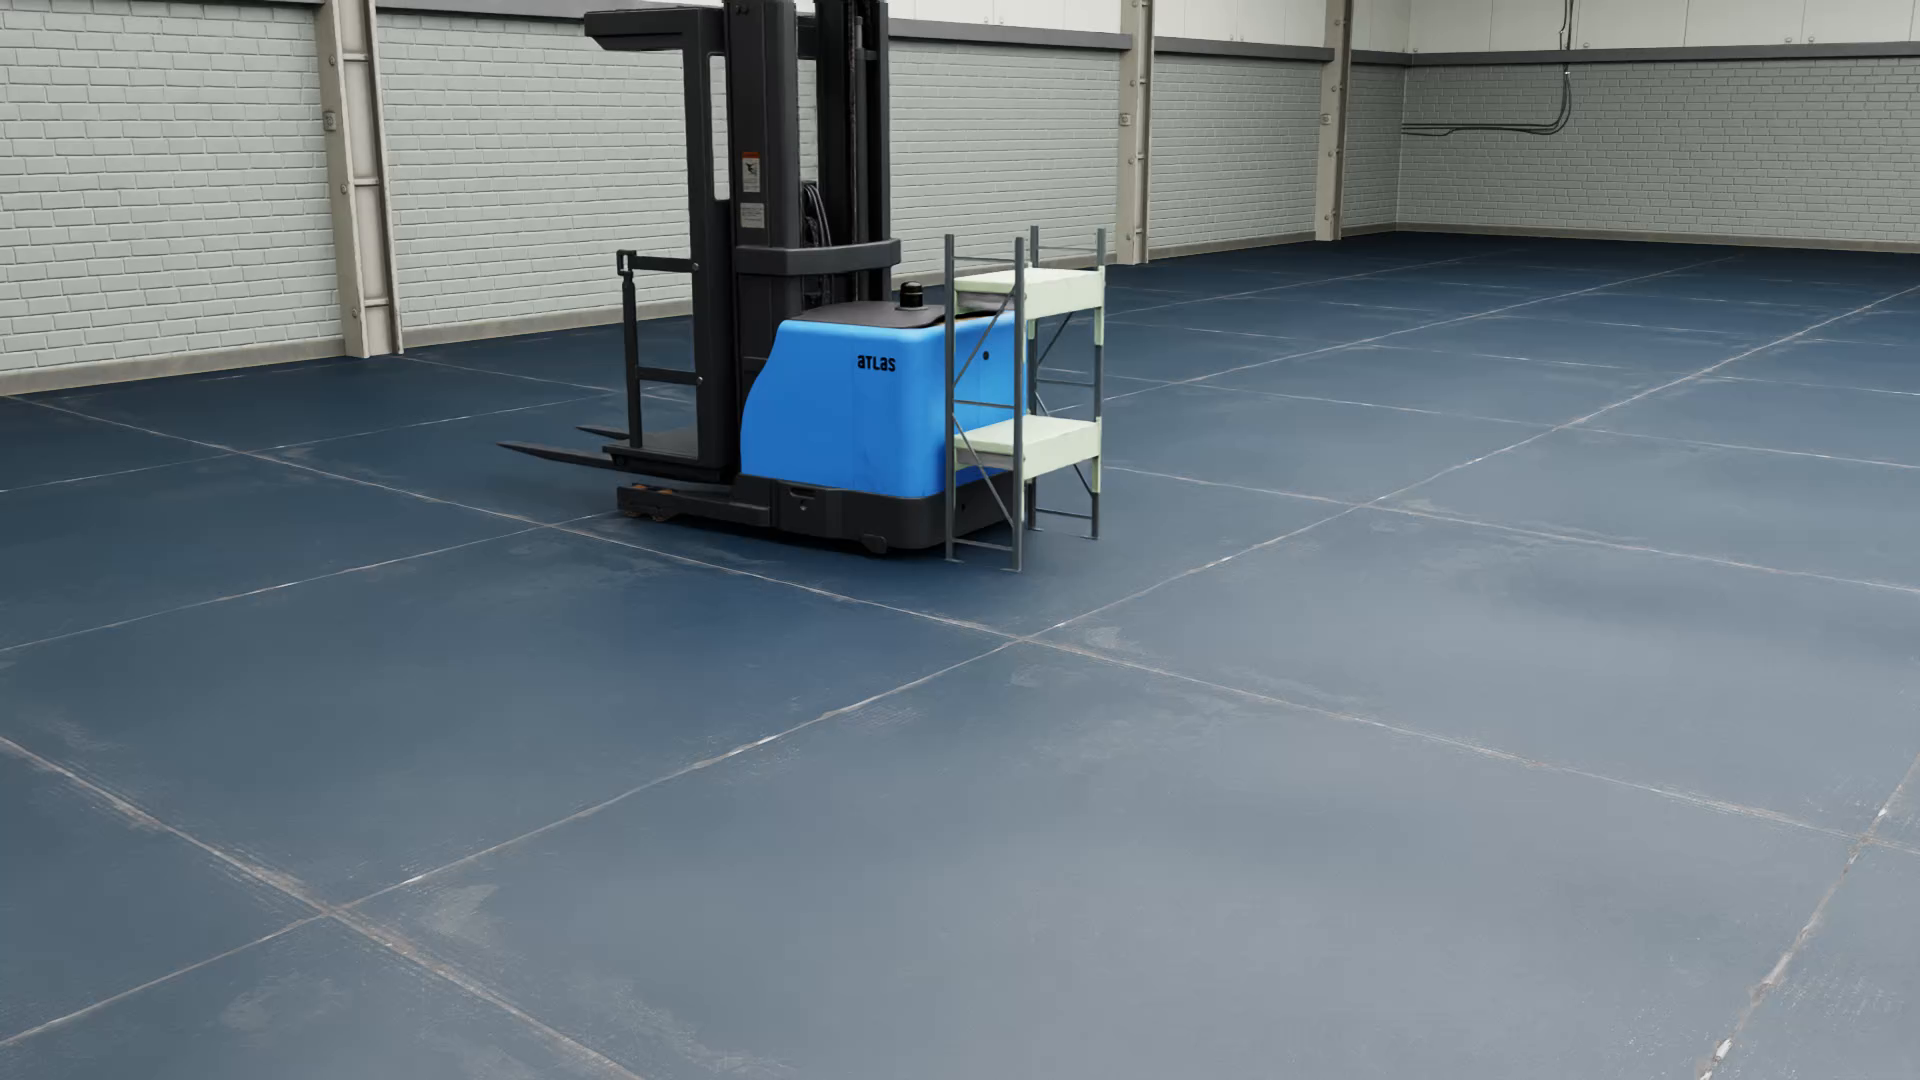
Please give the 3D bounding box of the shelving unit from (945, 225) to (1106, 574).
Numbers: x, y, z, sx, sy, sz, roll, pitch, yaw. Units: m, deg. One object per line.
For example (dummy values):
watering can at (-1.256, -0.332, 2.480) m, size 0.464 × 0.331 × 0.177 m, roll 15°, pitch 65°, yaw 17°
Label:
shelving unit at (0.308, -0.679, 7.750) m, size 0.431 × 1.500 × 0.755 m, roll 9°, pitch 17°, yaw 32°

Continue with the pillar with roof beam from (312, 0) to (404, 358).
pillar with roof beam at (-1.763, -5.318, 10.781) m, size 9.100 × 9.000 × 0.400 m, roll 11°, pitch 18°, yaw 38°

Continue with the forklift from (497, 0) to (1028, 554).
forklift at (-1.165, -1.611, 8.510) m, size 3.031 × 2.935 × 1.130 m, roll 9°, pitch 17°, yaw 32°

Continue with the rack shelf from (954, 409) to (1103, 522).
rack shelf at (0.308, -0.363, 7.830) m, size 0.431 × 0.370 × 0.720 m, roll 9°, pitch 17°, yaw 32°

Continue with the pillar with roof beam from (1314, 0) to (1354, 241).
pillar with roof beam at (9.550, -8.765, 24.351) m, size 9.100 × 9.000 × 0.400 m, roll 11°, pitch 18°, yaw 38°

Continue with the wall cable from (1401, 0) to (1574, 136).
wall cable at (9.082, -8.286, 28.771) m, size 3.097 × 2.526 × 0.112 m, roll 11°, pitch 18°, yaw 38°

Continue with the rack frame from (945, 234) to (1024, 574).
rack frame at (0.105, -0.604, 7.454) m, size 0.400 × 1.500 × 0.023 m, roll 9°, pitch 17°, yaw 32°

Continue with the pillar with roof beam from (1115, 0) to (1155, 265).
pillar with roof beam at (5.779, -7.616, 19.828) m, size 9.100 × 9.000 × 0.400 m, roll 11°, pitch 18°, yaw 38°

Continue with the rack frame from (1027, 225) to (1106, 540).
rack frame at (0.510, -0.754, 8.046) m, size 0.400 × 1.500 × 0.023 m, roll 9°, pitch 17°, yaw 32°

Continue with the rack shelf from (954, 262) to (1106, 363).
rack shelf at (0.308, -1.057, 7.654) m, size 0.431 × 0.370 × 0.720 m, roll 9°, pitch 17°, yaw 32°
